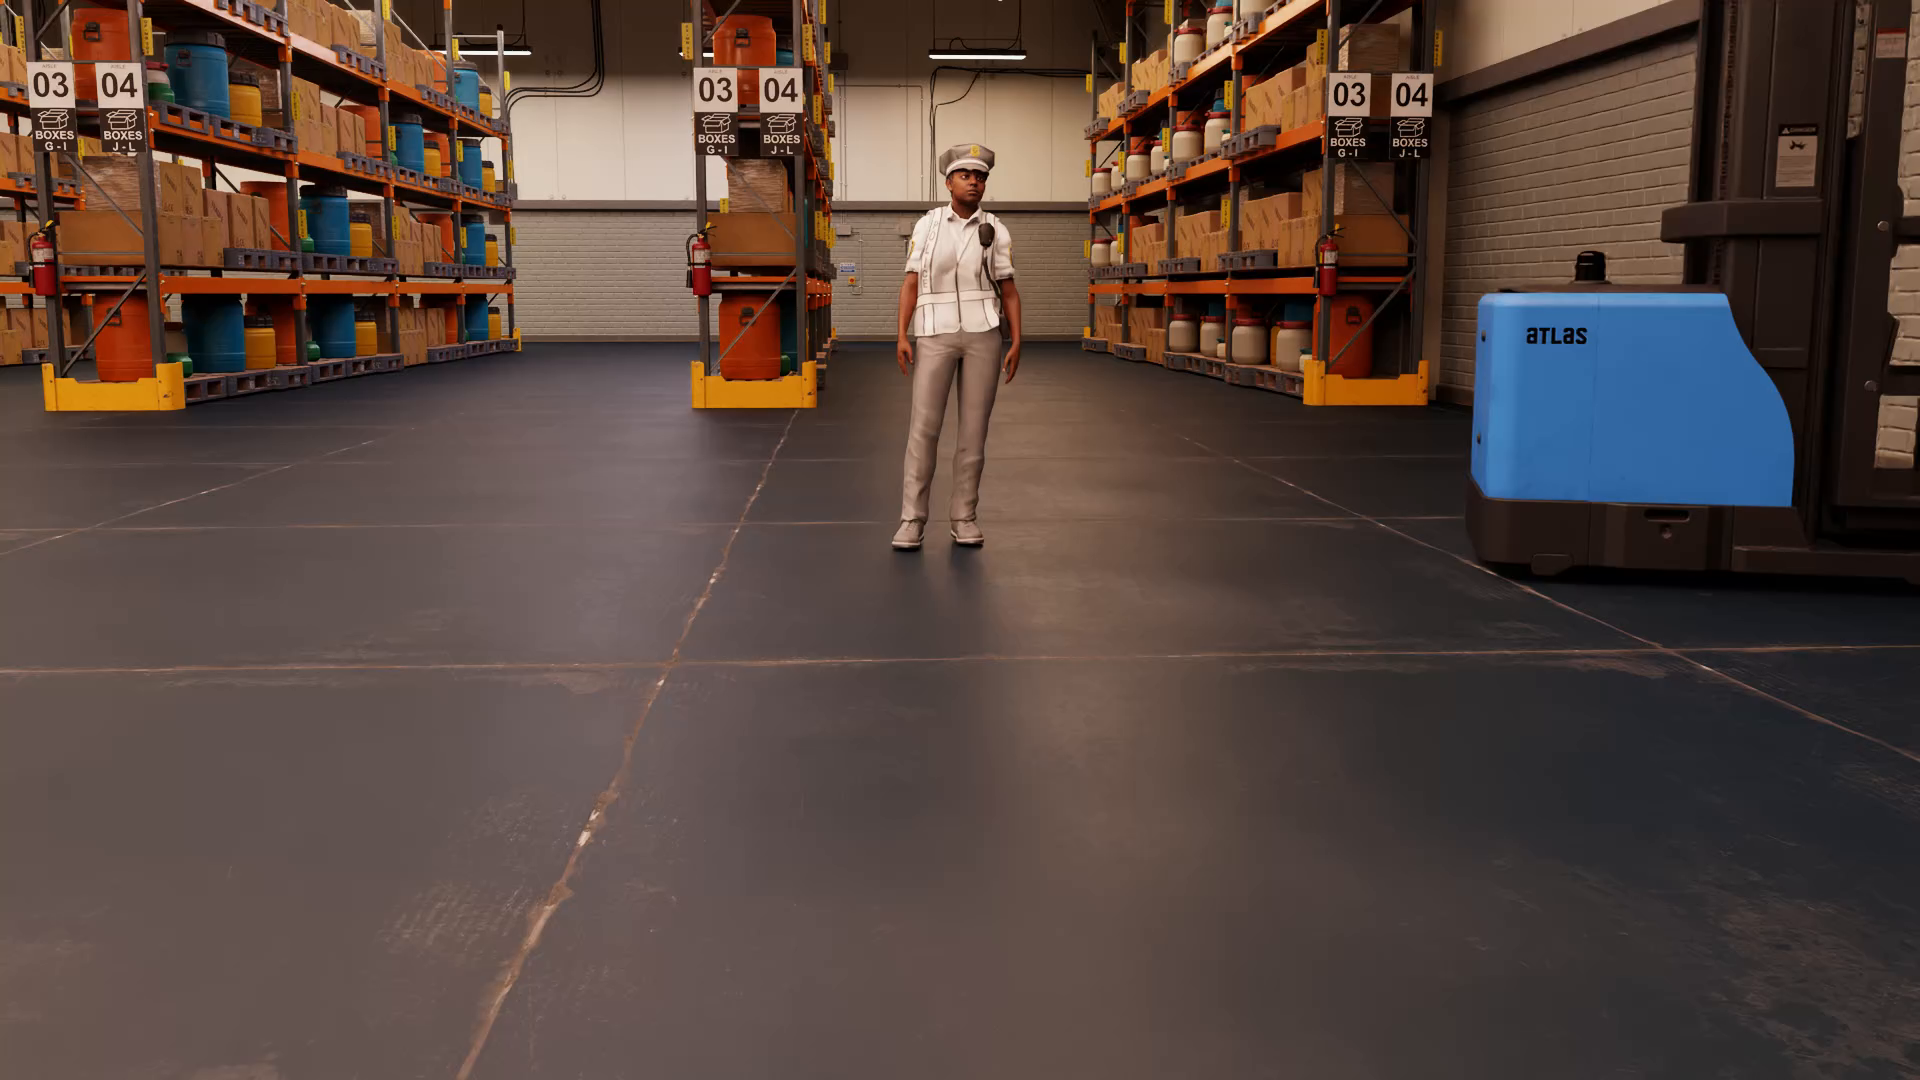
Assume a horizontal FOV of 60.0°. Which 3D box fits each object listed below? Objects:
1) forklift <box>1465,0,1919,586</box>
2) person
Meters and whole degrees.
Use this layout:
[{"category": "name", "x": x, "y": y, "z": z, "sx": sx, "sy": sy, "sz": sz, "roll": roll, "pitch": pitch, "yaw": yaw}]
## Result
[{"category": "forklift", "x": 3.553, "y": -1.318, "z": 6.207, "sx": 3.031, "sy": 2.935, "sz": 1.130, "roll": 2, "pitch": 9, "yaw": 13}, {"category": "person", "x": -0.015, "y": -0.835, "z": 7.109, "sx": 0.570, "sy": 1.697, "sz": 0.528, "roll": -1, "pitch": 8, "yaw": -4}]
